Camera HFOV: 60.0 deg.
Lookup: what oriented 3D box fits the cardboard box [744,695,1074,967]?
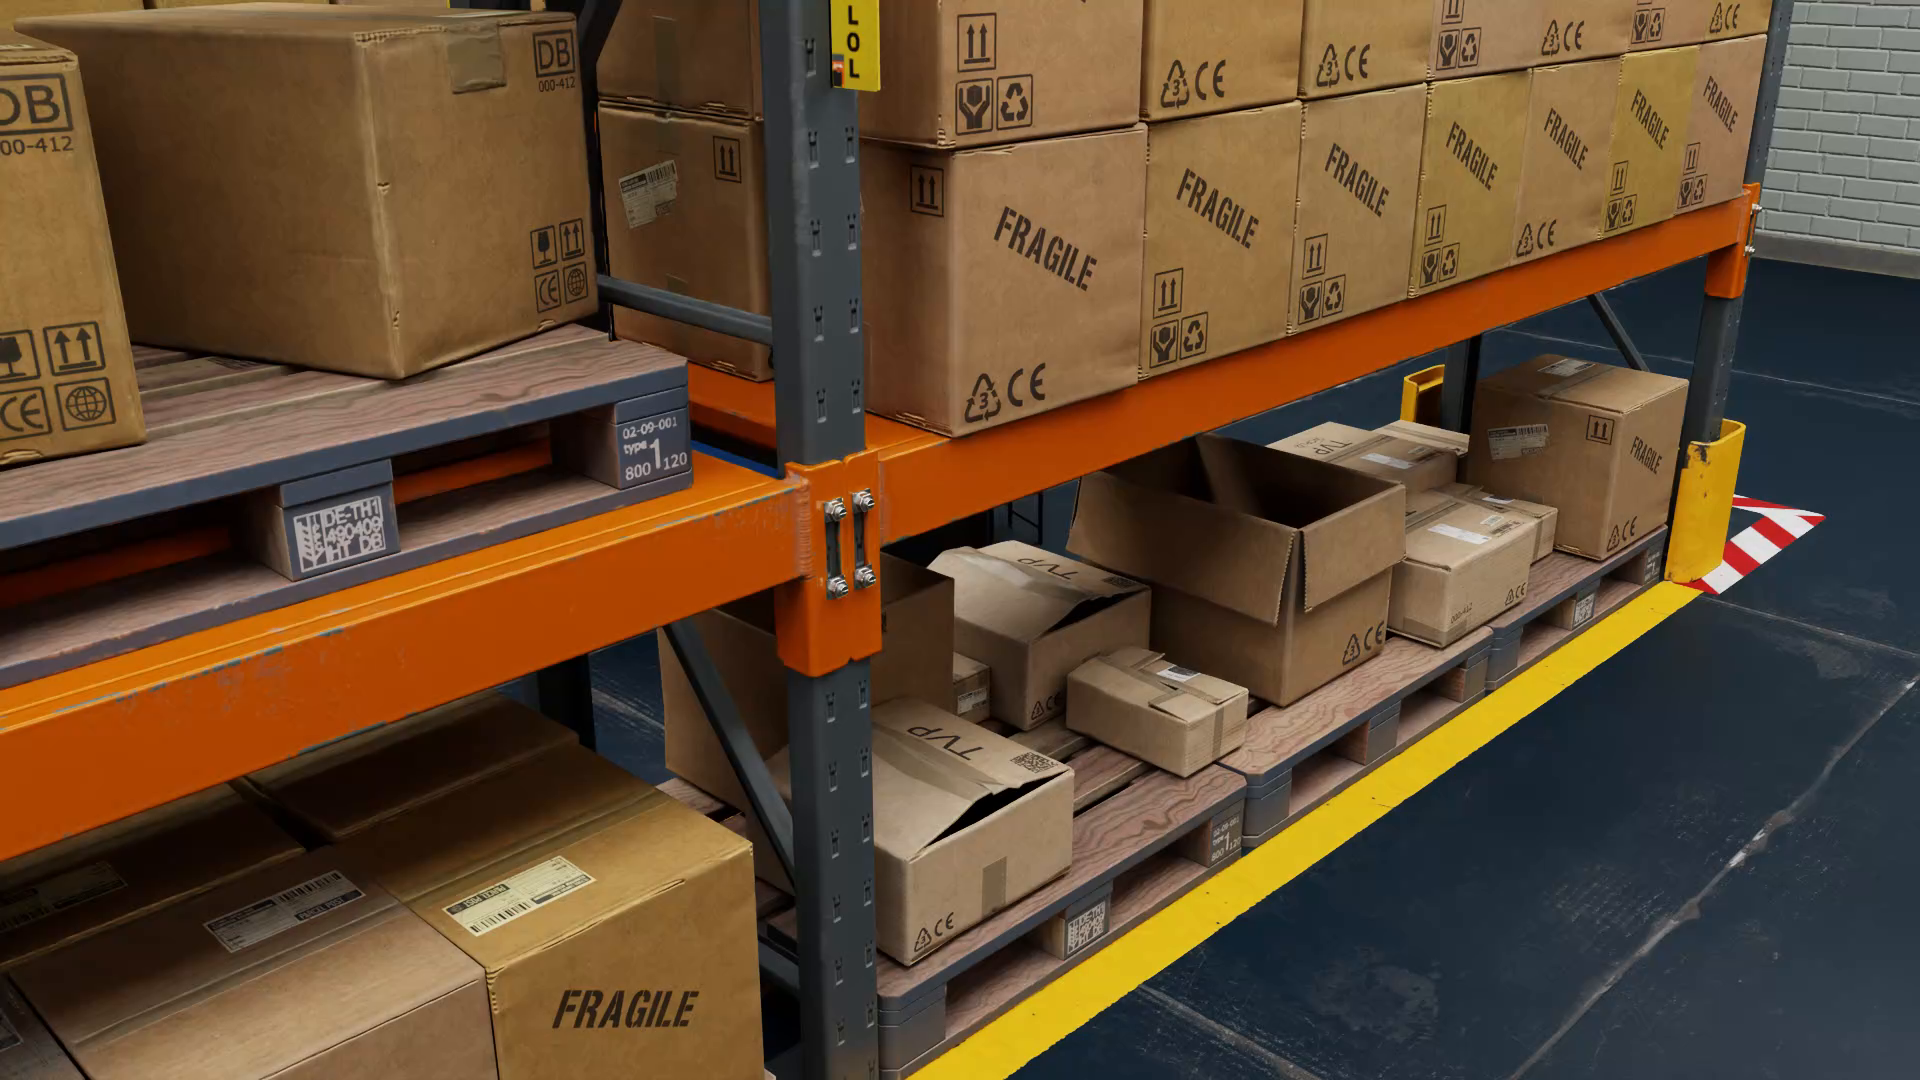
[{"bbox_3d":[-0.107,0.572,3.540,0.500,0.311,0.500,19,28,41],"label":"cardboard box"}]

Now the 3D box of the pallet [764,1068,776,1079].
[{"bbox_3d":[-1.096,1.096,2.928,1.003,0.211,1.213,19,28,41],"label":"pallet"}]

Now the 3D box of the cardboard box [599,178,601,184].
[{"bbox_3d":[-1.692,-1.739,8.414,0.380,0.149,0.250,19,28,40],"label":"cardboard box"}]

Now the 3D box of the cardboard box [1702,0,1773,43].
[{"bbox_3d":[2.122,-1.782,4.997,0.500,0.500,0.500,19,28,40],"label":"cardboard box"}]

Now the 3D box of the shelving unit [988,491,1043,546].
[{"bbox_3d":[0.149,-0.421,5.915,0.210,0.900,0.258,-11,24,-26],"label":"shelving unit"}]

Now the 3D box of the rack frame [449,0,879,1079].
[{"bbox_3d":[-0.555,-0.424,2.996,1.000,3.000,0.127,19,28,41],"label":"rack frame"}]

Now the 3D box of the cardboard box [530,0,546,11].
[{"bbox_3d":[-2.165,-2.508,7.999,0.980,0.700,0.700,19,28,40],"label":"cardboard box"}]

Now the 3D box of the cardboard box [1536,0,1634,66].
[{"bbox_3d":[1.412,-1.518,4.309,0.500,0.500,0.500,-19,28,-41],"label":"cardboard box"}]

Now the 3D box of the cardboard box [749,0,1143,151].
[{"bbox_3d":[-0.025,-0.988,2.931,0.500,0.500,0.500,-19,28,-41],"label":"cardboard box"}]

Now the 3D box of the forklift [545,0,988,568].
[{"bbox_3d":[-1.479,-1.260,5.268,3.031,2.935,1.130,-5,22,-12],"label":"forklift"}]

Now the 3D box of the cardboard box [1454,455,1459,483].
[{"bbox_3d":[1.522,-0.249,5.877,0.380,0.166,0.250,19,28,41],"label":"cardboard box"}]

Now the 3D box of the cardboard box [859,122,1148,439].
[{"bbox_3d":[-0.004,-0.533,3.142,0.500,0.500,0.500,-19,28,-41],"label":"cardboard box"}]

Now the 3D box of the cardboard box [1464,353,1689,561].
[{"bbox_3d":[2.032,-0.289,5.517,0.500,0.500,0.500,19,28,41],"label":"cardboard box"}]

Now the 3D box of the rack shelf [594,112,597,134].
[{"bbox_3d":[-2.712,-1.841,7.686,1.077,0.370,4.000,19,28,41],"label":"rack shelf"}]

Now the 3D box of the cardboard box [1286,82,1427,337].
[{"bbox_3d":[0.701,-0.794,3.820,0.500,0.500,0.500,19,28,40],"label":"cardboard box"}]

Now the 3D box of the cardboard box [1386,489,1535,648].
[{"bbox_3d":[1.348,0.064,4.946,0.500,0.250,0.500,19,28,41],"label":"cardboard box"}]

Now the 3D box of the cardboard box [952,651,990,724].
[{"bbox_3d":[-0.142,0.373,4.285,0.380,0.149,0.250,19,28,41],"label":"cardboard box"}]

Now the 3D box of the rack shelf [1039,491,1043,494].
[{"bbox_3d":[0.149,-0.222,5.992,0.200,0.077,0.258,-11,24,-26],"label":"rack shelf"}]

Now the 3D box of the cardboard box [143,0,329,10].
[{"bbox_3d":[-3.204,-2.124,7.003,0.980,0.700,0.700,18,28,39],"label":"cardboard box"}]

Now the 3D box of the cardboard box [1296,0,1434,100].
[{"bbox_3d":[0.694,-1.253,3.620,0.500,0.500,0.500,18,28,39],"label":"cardboard box"}]

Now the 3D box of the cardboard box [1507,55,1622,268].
[{"bbox_3d":[1.406,-1.054,4.497,0.500,0.500,0.500,20,28,41],"label":"cardboard box"}]

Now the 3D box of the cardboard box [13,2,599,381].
[{"bbox_3d":[-1.046,-0.601,2.732,0.700,0.500,0.500,9,23,23],"label":"cardboard box"}]

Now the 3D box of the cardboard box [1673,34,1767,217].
[{"bbox_3d":[2.118,-1.315,5.177,0.500,0.500,0.500,-19,28,-40],"label":"cardboard box"}]

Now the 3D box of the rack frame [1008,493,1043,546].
[{"bbox_3d":[0.239,-0.438,5.960,0.006,0.900,0.240,-11,24,-26],"label":"rack frame"}]

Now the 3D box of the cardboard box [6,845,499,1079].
[{"bbox_3d":[-1.045,0.861,2.524,0.500,0.500,0.500,19,28,41],"label":"cardboard box"}]

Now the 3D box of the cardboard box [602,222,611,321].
[{"bbox_3d":[-2.082,-1.387,8.400,0.700,0.500,0.500,19,28,40],"label":"cardboard box"}]

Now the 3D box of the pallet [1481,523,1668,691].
[{"bbox_3d":[1.627,0.074,5.587,1.003,0.211,1.213,19,28,41],"label":"pallet"}]

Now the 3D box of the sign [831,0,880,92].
[{"bbox_3d":[-0.155,-0.826,2.430,0.100,0.325,0.005,19,28,41],"label":"sign"}]

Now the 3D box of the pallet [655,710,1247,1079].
[{"bbox_3d":[-0.075,0.702,3.955,1.003,0.211,1.213,19,28,41],"label":"pallet"}]

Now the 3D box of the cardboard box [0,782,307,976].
[{"bbox_3d":[-1.431,0.741,2.837,0.500,0.500,0.500,-20,28,-41],"label":"cardboard box"}]

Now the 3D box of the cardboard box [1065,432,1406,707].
[{"bbox_3d":[0.752,0.052,4.625,0.797,0.503,0.637,19,28,41],"label":"cardboard box"}]

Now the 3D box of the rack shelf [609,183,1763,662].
[{"bbox_3d":[0.840,-0.602,4.463,1.077,0.370,4.000,19,28,41],"label":"rack shelf"}]
